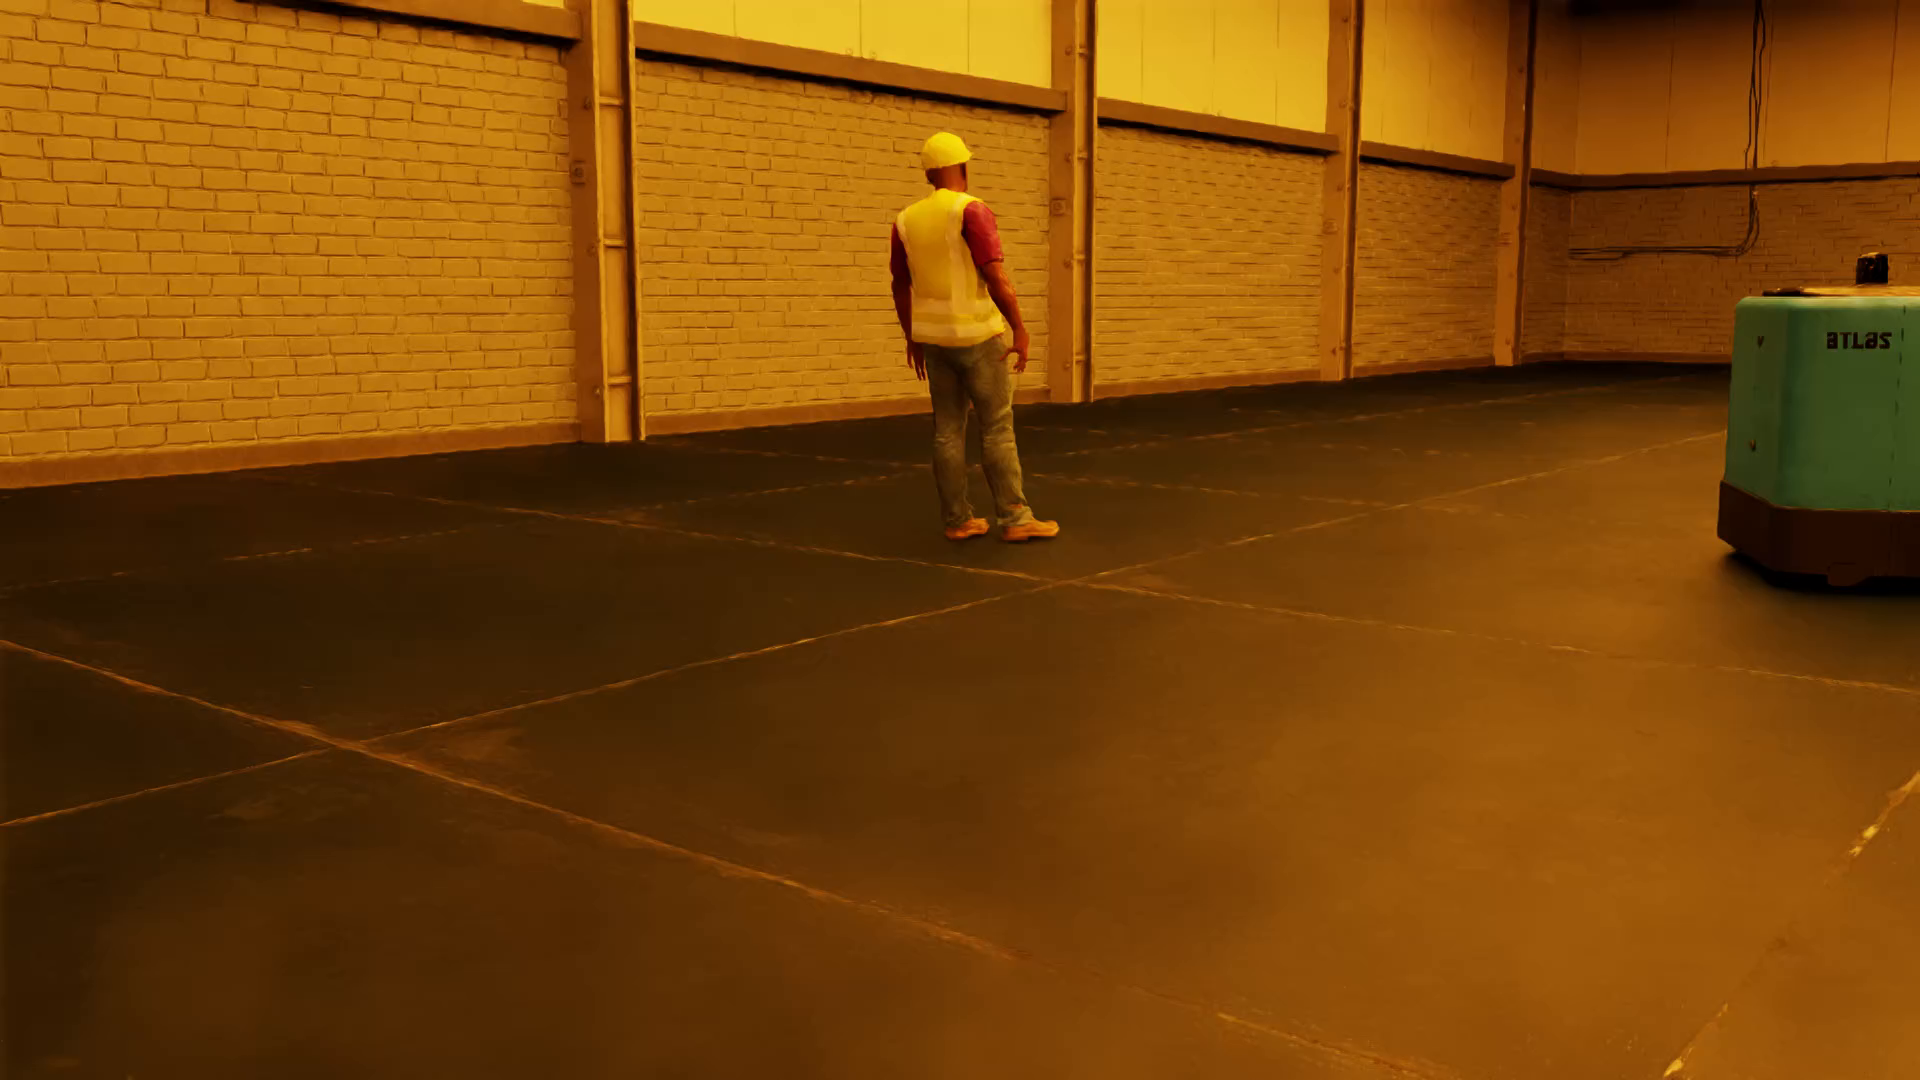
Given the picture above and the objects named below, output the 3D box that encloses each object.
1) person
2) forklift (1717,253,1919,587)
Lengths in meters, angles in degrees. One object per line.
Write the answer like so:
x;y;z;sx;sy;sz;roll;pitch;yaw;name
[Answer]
0.048;-0.888;7.326;0.665;1.766;0.576;7;11;38;person
4.571;-1.284;6.060;3.031;2.935;1.130;2;9;13;forklift
